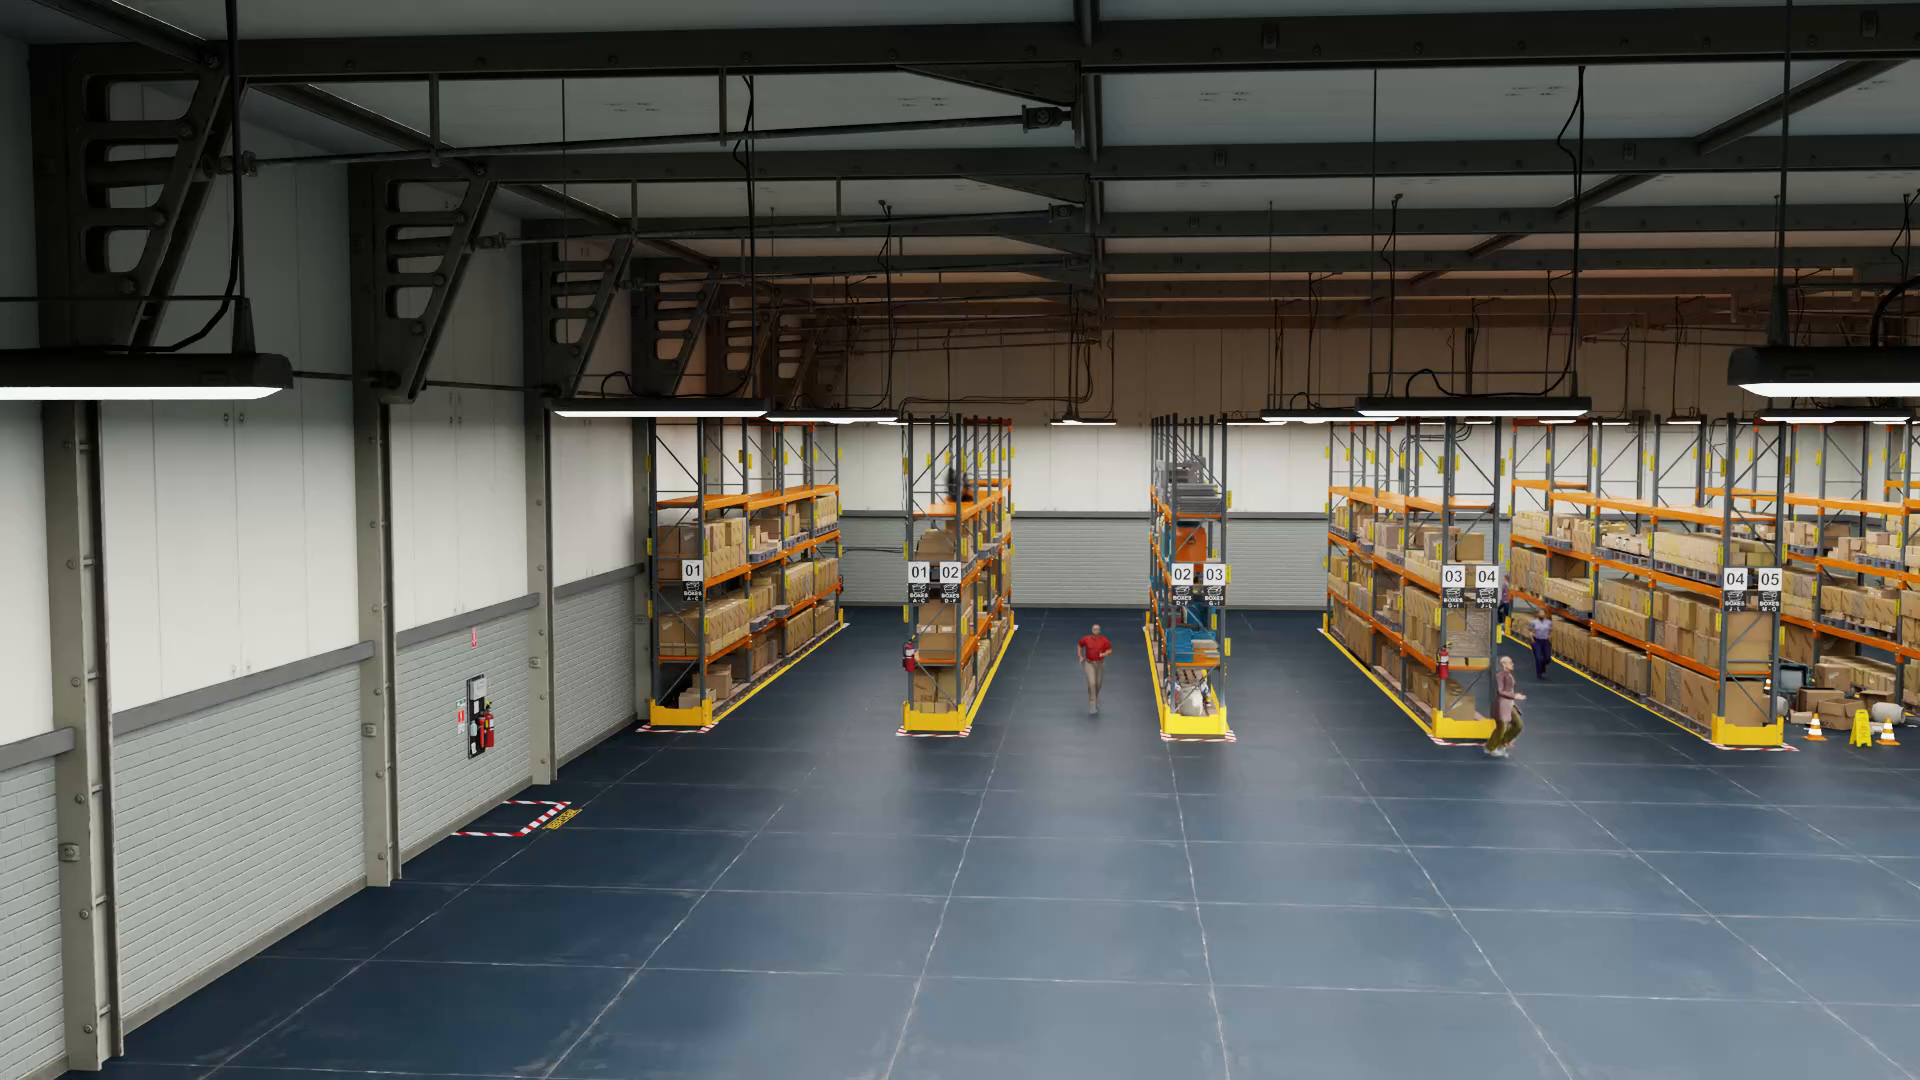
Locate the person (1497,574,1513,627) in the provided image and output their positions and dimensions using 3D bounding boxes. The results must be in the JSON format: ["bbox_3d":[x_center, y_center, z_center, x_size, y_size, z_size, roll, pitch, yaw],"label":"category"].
[{"bbox_3d":[15.550,1.763,47.328,0.615,1.589,0.548,-1,4,-9],"label":"person"}]

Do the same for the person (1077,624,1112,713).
[{"bbox_3d":[2.747,2.573,33.733,0.665,1.746,0.899,-1,4,-8],"label":"person"}]

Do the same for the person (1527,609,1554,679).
[{"bbox_3d":[13.285,2.363,38.060,0.594,1.601,0.556,1,4,8],"label":"person"}]

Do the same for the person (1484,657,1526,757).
[{"bbox_3d":[9.503,2.915,28.887,0.743,1.790,0.740,3,5,41],"label":"person"}]
